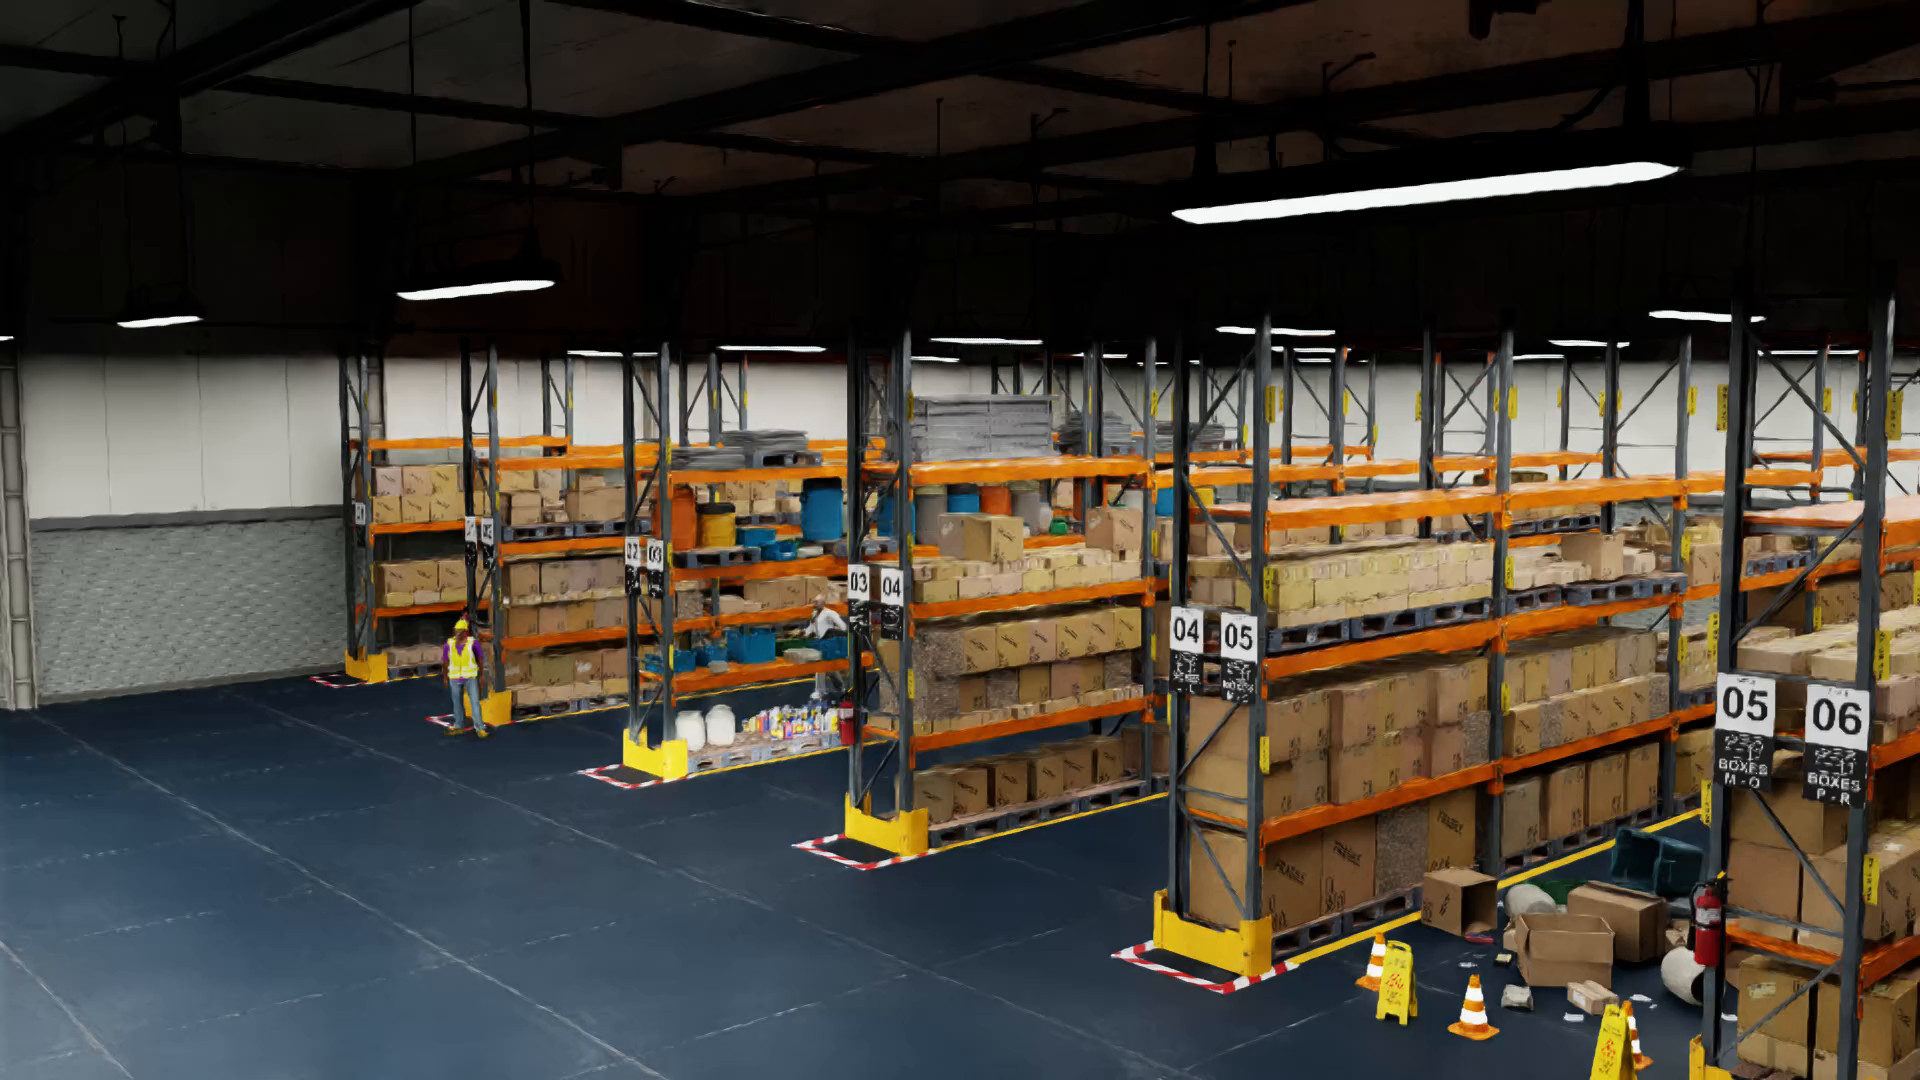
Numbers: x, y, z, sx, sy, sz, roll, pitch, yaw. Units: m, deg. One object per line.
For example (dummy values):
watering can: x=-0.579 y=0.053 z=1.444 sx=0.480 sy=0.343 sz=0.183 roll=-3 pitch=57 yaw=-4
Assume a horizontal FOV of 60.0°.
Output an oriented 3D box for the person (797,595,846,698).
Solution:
person: x=-2.298 y=1.779 z=28.234 sx=0.904 sy=1.717 sz=0.736 roll=-4 pitch=6 yaw=-37

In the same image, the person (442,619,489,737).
person: x=-7.375 y=2.026 z=24.792 sx=0.738 sy=1.698 sz=0.566 roll=0 pitch=5 yaw=-4
